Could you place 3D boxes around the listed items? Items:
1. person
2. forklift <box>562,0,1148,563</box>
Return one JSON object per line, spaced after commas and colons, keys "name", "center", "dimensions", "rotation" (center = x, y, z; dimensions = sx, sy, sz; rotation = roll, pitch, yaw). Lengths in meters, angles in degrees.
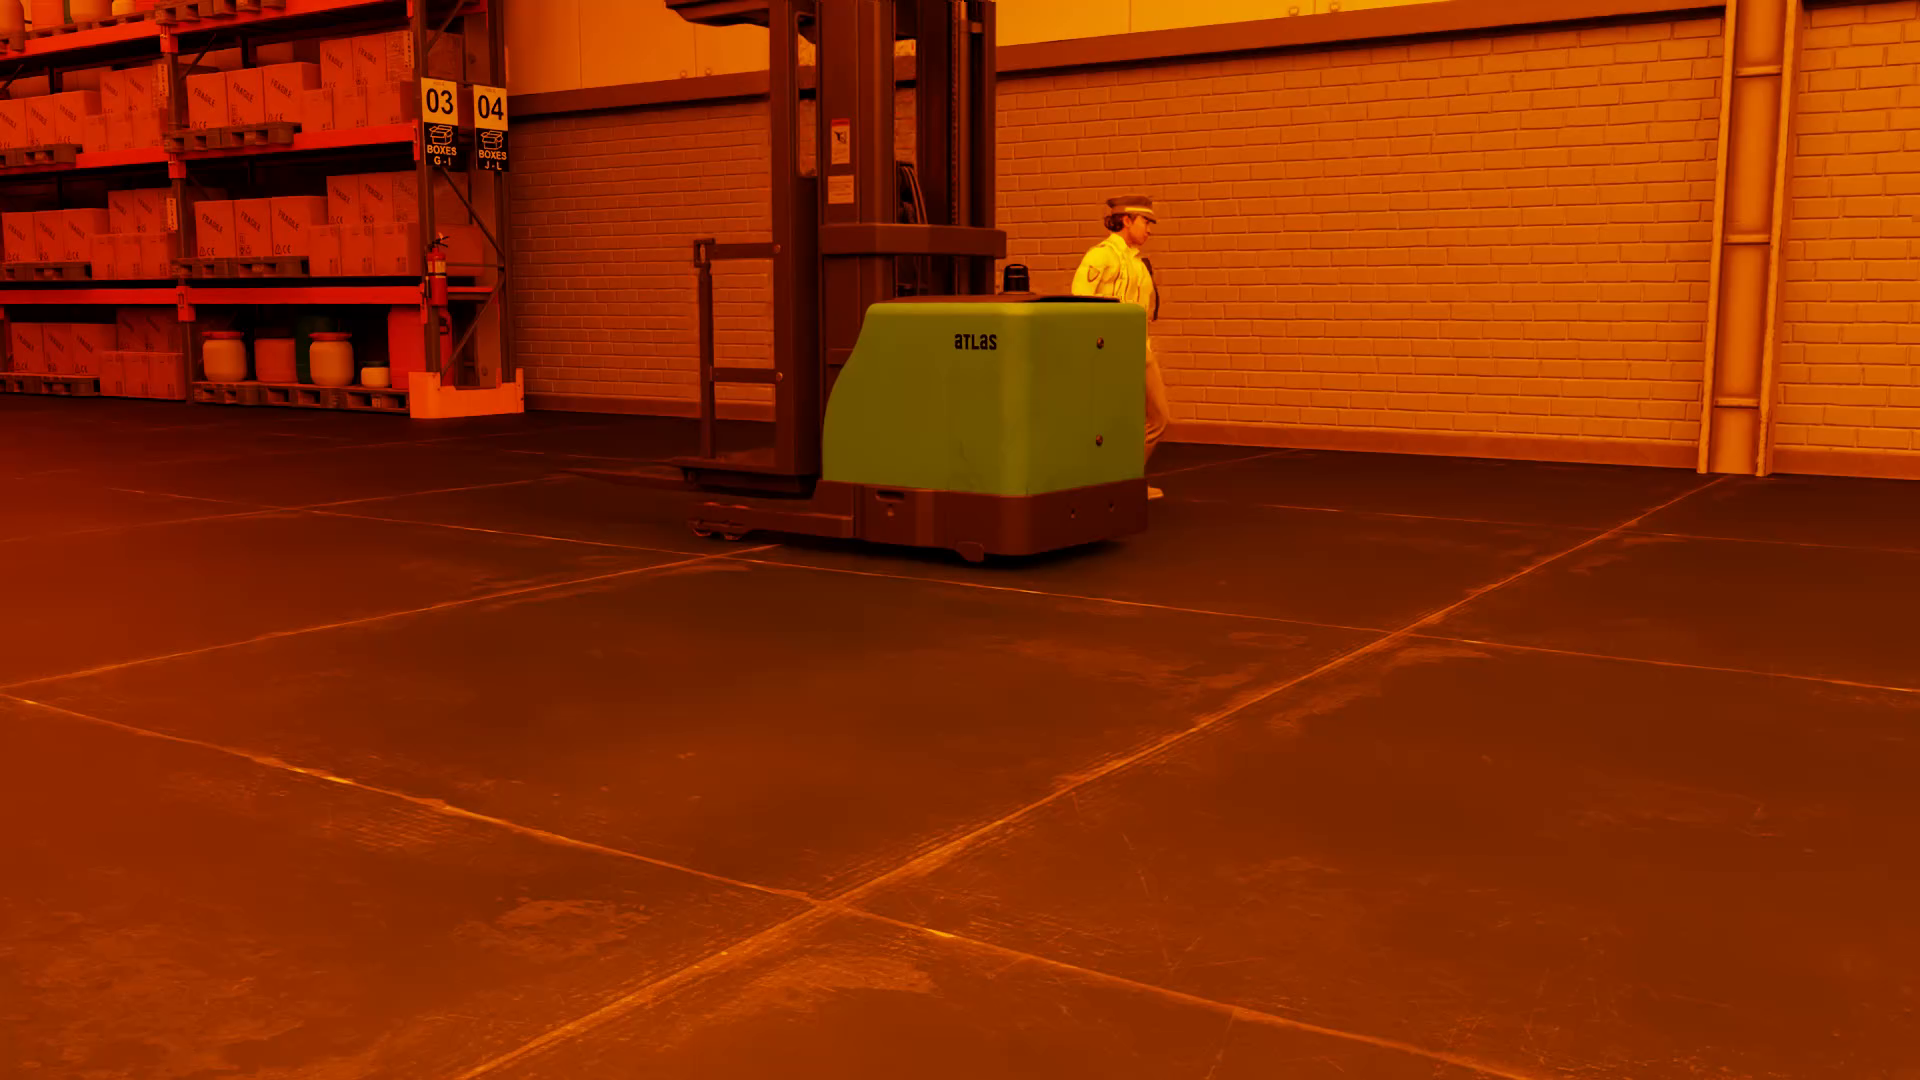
{"name": "person", "center": [0.731, -0.954, 8.600], "dimensions": [0.462, 1.641, 0.795], "rotation": [7, 11, 42]}
{"name": "forklift", "center": [-0.645, -1.499, 7.733], "dimensions": [3.031, 2.935, 1.130], "rotation": [6, 10, 37]}
